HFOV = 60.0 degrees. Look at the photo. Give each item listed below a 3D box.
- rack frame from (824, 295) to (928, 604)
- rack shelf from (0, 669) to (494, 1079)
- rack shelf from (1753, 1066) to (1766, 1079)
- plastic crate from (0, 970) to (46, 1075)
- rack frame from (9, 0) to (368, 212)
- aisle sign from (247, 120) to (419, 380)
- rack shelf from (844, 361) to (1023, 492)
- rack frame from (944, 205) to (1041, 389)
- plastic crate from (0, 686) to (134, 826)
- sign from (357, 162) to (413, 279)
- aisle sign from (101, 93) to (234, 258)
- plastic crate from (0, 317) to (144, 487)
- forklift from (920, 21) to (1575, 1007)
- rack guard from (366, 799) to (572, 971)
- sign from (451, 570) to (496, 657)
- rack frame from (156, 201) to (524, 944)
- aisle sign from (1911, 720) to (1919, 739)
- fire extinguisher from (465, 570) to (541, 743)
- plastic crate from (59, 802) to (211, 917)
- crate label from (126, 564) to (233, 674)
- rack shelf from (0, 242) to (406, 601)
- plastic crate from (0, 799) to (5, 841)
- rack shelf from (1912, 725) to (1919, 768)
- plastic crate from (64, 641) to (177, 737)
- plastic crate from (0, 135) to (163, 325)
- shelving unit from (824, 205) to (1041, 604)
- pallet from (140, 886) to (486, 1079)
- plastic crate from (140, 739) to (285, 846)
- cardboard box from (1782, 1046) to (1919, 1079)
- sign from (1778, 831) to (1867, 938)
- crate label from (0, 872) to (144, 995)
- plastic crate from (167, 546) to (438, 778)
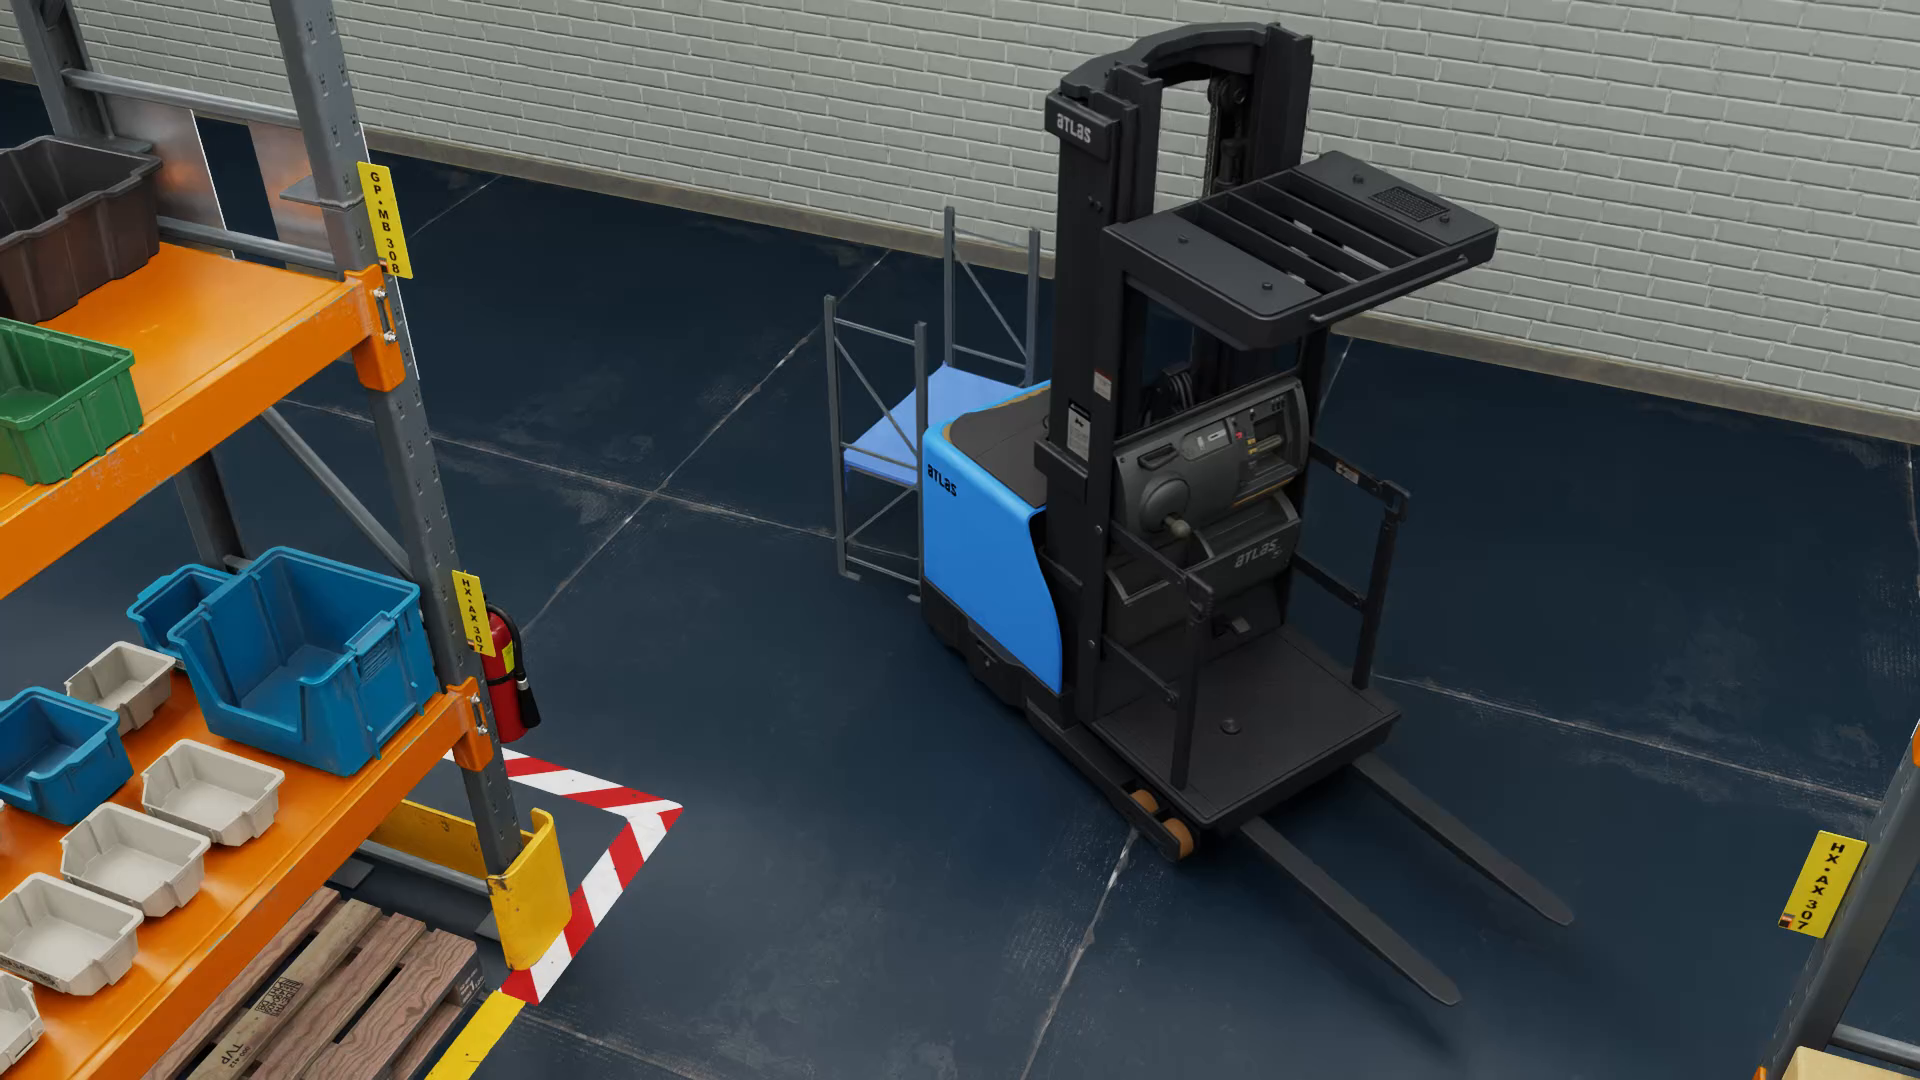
[{"bbox_3d":[-0.362,-0.373,7.496,0.500,1.500,0.032,19,41,24],"label":"rack frame"},{"bbox_3d":[-2.822,1.581,4.230,1.077,0.370,4.000,14,39,18],"label":"rack shelf"},{"bbox_3d":[1.758,2.709,2.721,1.077,0.370,4.000,14,39,18],"label":"rack shelf"},{"bbox_3d":[-2.507,1.245,4.249,0.298,0.136,0.250,14,39,18],"label":"plastic crate"},{"bbox_3d":[-2.061,-2.217,3.700,1.000,3.000,0.127,14,39,18],"label":"rack frame"},{"bbox_3d":[-1.763,-0.829,4.682,0.394,0.787,0.004,14,39,18],"label":"aisle sign"},{"bbox_3d":[-0.107,-0.492,7.956,0.538,0.185,1.000,19,41,24],"label":"rack shelf"},{"bbox_3d":[0.148,-0.900,8.201,0.500,1.500,0.032,19,41,24],"label":"rack frame"},{"bbox_3d":[-2.710,0.655,4.958,0.416,0.233,0.300,14,39,18],"label":"plastic crate"},{"bbox_3d":[-1.546,-0.858,4.474,0.100,0.325,0.005,14,39,18],"label":"sign"},{"bbox_3d":[-2.309,-0.963,4.862,0.394,0.787,0.004,14,39,18],"label":"aisle sign"},{"bbox_3d":[-2.172,-0.320,3.844,0.450,0.188,0.336,14,39,18],"label":"plastic crate"},{"bbox_3d":[1.085,-0.242,6.126,1.130,2.935,3.031,-23,43,-28],"label":"forklift"},{"bbox_3d":[-2.064,1.171,6.266,1.175,0.500,0.348,14,39,18],"label":"rack guard"},{"bbox_3d":[-1.546,0.237,5.292,0.100,0.325,0.005,14,39,18],"label":"sign"},{"bbox_3d":[-2.061,0.186,5.496,1.000,3.000,0.127,14,39,18],"label":"rack frame"},{"bbox_3d":[2.269,0.164,3.353,0.394,0.787,0.004,14,39,18],"label":"aisle sign"},{"bbox_3d":[-1.584,0.386,5.604,0.296,0.674,0.183,14,39,18],"label":"fire extinguisher"},{"bbox_3d":[-2.328,0.917,4.688,0.396,0.136,0.243,14,39,18],"label":"plastic crate"},{"bbox_3d":[-2.460,0.290,5.446,0.416,0.233,0.303,14,39,18],"label":"crate label"},{"bbox_3d":[-2.822,0.380,3.332,1.077,0.370,4.000,14,39,18],"label":"rack shelf"},{"bbox_3d":[-2.916,0.863,4.760,0.250,0.136,0.298,14,39,18],"label":"plastic crate"},{"bbox_3d":[1.758,1.508,1.823,1.077,0.370,4.000,14,39,18],"label":"rack shelf"},{"bbox_3d":[-2.658,0.488,5.262,0.250,0.136,0.298,14,39,18],"label":"plastic crate"},{"bbox_3d":[-2.465,-0.814,4.437,0.497,0.269,0.590,14,39,18],"label":"plastic crate"},{"bbox_3d":[-0.107,-0.636,7.849,0.538,1.500,1.048,19,41,24],"label":"shelving unit"},{"bbox_3d":[-2.411,1.750,5.732,1.003,0.211,1.213,14,39,18],"label":"pallet"},{"bbox_3d":[-2.204,0.760,4.898,0.396,0.136,0.243,14,39,18],"label":"plastic crate"},{"bbox_3d":[2.087,1.459,3.669,0.500,0.250,0.500,13,39,17],"label":"cardboard box"},{"bbox_3d":[2.008,0.806,3.877,0.100,0.325,0.005,14,39,18],"label":"sign"},{"bbox_3d":[-2.411,1.077,4.474,0.396,0.136,0.243,14,39,18],"label":"crate label"},{"bbox_3d":[-2.016,0.375,5.163,0.616,0.435,0.499,14,39,18],"label":"plastic crate"}]
